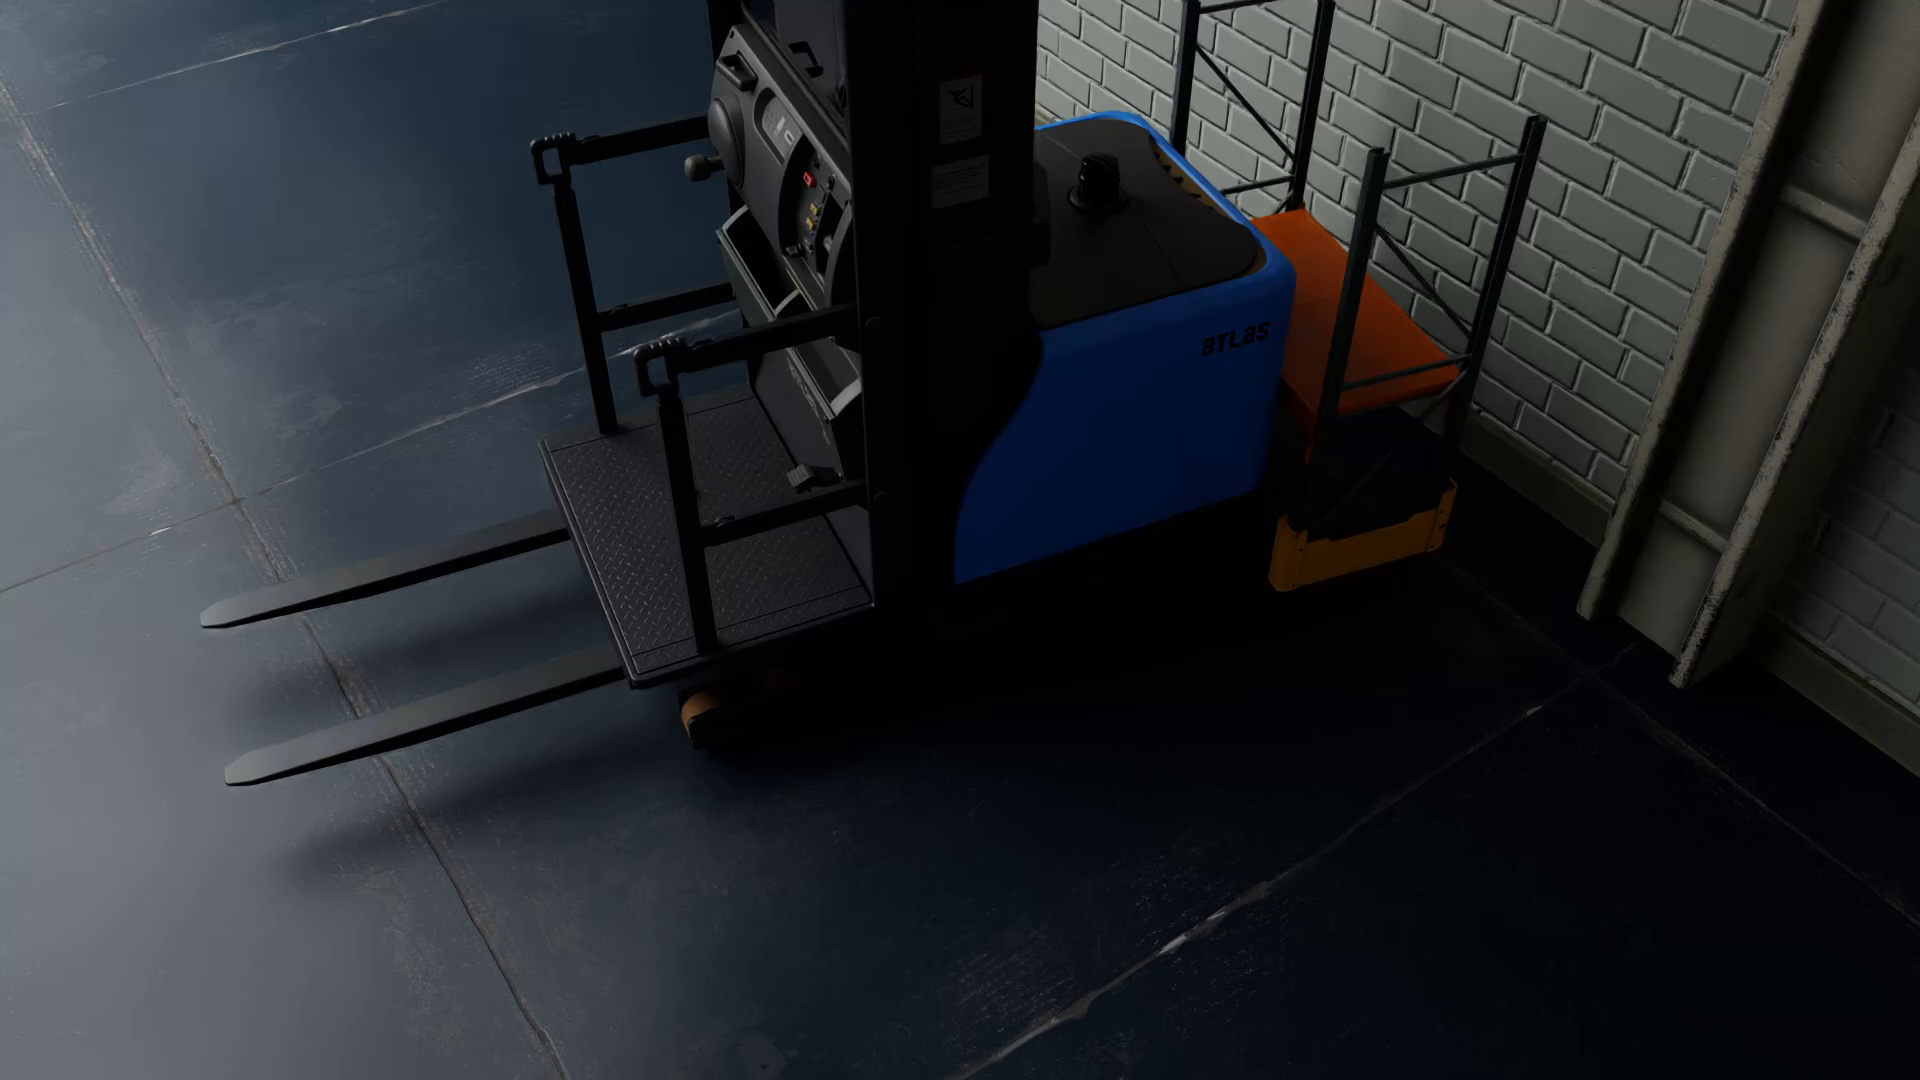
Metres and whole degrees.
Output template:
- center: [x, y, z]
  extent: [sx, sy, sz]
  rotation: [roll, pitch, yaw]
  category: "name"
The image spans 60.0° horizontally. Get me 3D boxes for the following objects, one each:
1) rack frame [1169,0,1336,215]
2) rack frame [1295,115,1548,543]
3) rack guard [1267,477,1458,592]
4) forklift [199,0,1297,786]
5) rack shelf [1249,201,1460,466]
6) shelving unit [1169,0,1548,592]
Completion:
- center: [0.884, -1.121, 5.338]
  extent: [0.500, 1.500, 0.032]
  rotation: [-14, 46, -15]
  category: "rack frame"
- center: [1.239, -0.464, 4.649]
  extent: [0.500, 1.500, 0.032]
  rotation: [-14, 46, -15]
  category: "rack frame"
- center: [1.231, -0.024, 5.093]
  extent: [0.587, 0.250, 0.087]
  rotation: [-14, 46, -15]
  category: "rack guard"
- center: [-0.635, -0.903, 4.074]
  extent: [3.031, 2.935, 1.130]
  rotation: [-17, 46, -17]
  category: "forklift"
- center: [1.061, -0.662, 5.117]
  extent: [0.538, 0.185, 1.000]
  rotation: [-14, 46, -15]
  category: "rack shelf"
- center: [1.058, -0.798, 4.999]
  extent: [0.587, 1.500, 1.083]
  rotation: [-14, 46, -15]
  category: "shelving unit"
